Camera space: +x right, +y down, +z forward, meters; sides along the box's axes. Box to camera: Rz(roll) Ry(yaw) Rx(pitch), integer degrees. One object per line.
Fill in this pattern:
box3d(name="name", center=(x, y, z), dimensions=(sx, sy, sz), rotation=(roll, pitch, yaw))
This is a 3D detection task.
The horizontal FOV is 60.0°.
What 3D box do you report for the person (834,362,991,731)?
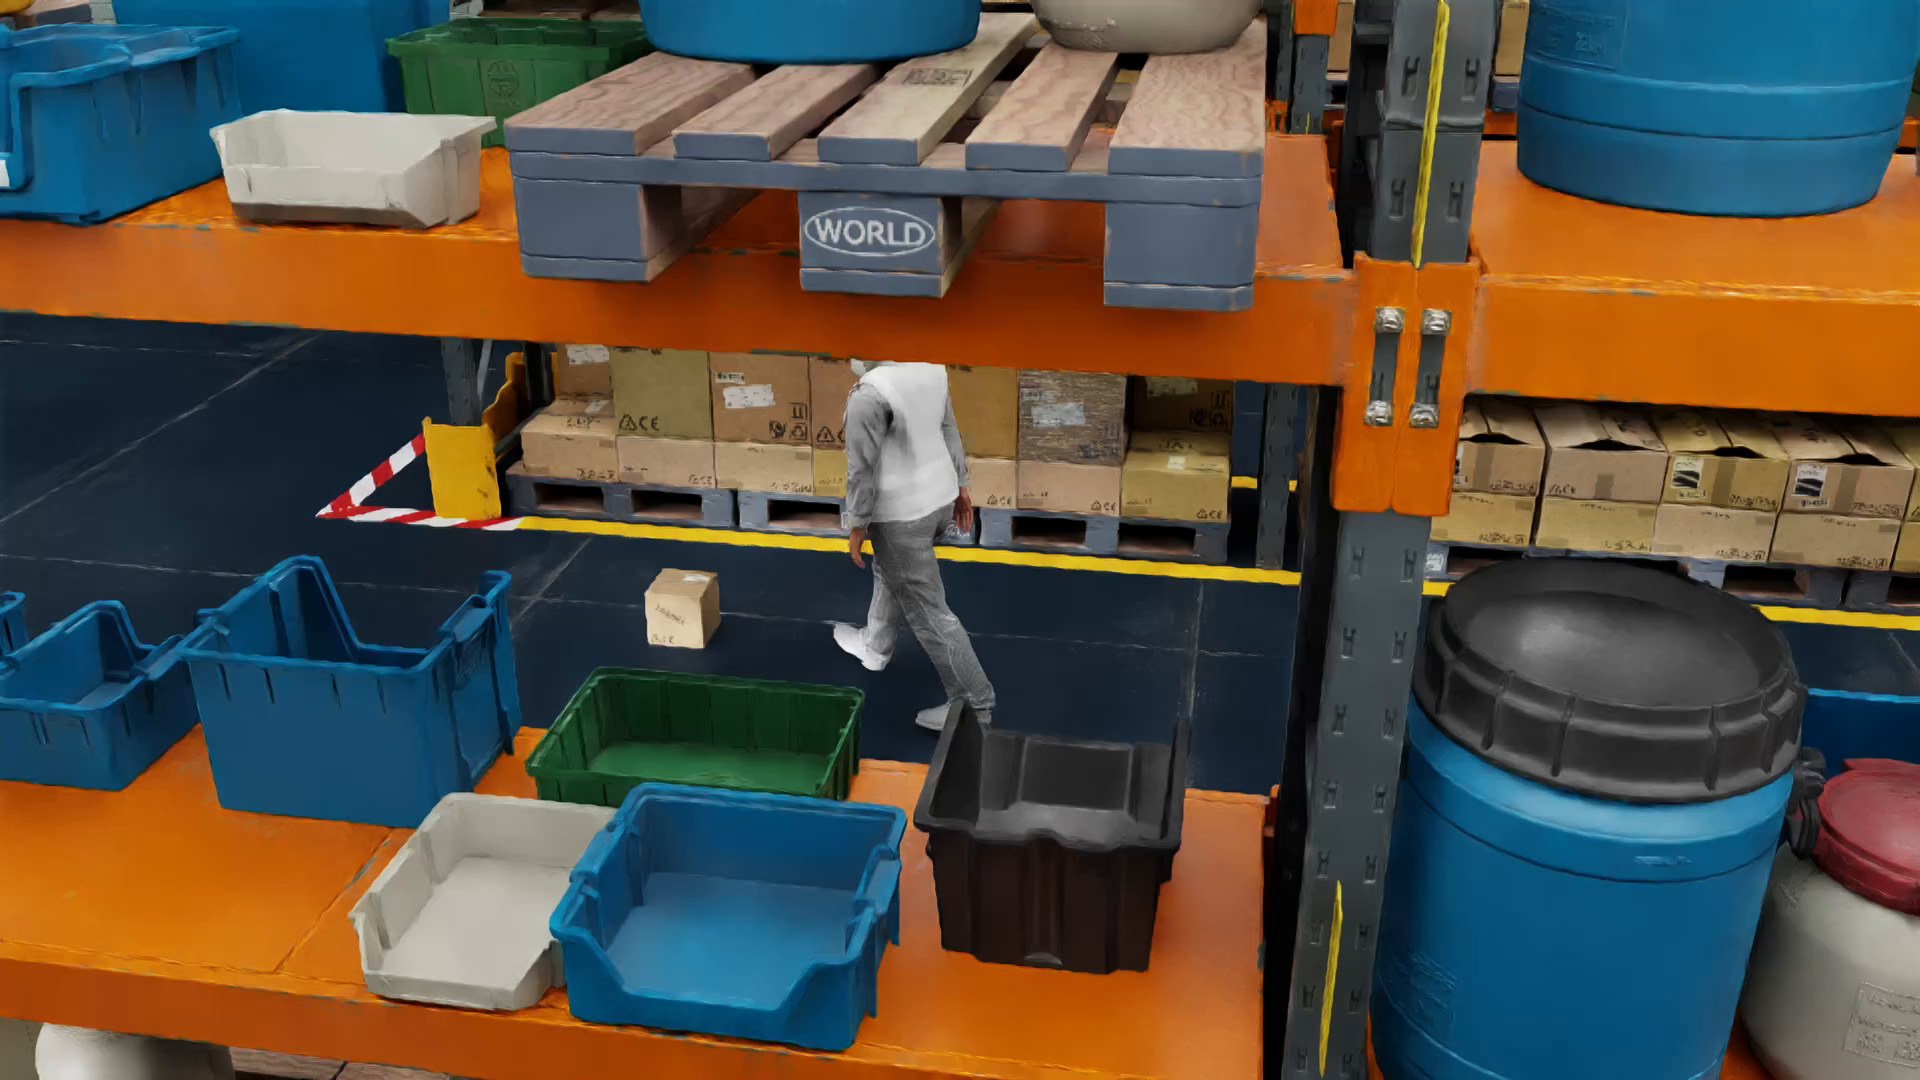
box3d(name="person", center=(-0.240, -0.153, 6.445), dimensions=(0.925, 1.741, 0.474), rotation=(15, 29, 29))
